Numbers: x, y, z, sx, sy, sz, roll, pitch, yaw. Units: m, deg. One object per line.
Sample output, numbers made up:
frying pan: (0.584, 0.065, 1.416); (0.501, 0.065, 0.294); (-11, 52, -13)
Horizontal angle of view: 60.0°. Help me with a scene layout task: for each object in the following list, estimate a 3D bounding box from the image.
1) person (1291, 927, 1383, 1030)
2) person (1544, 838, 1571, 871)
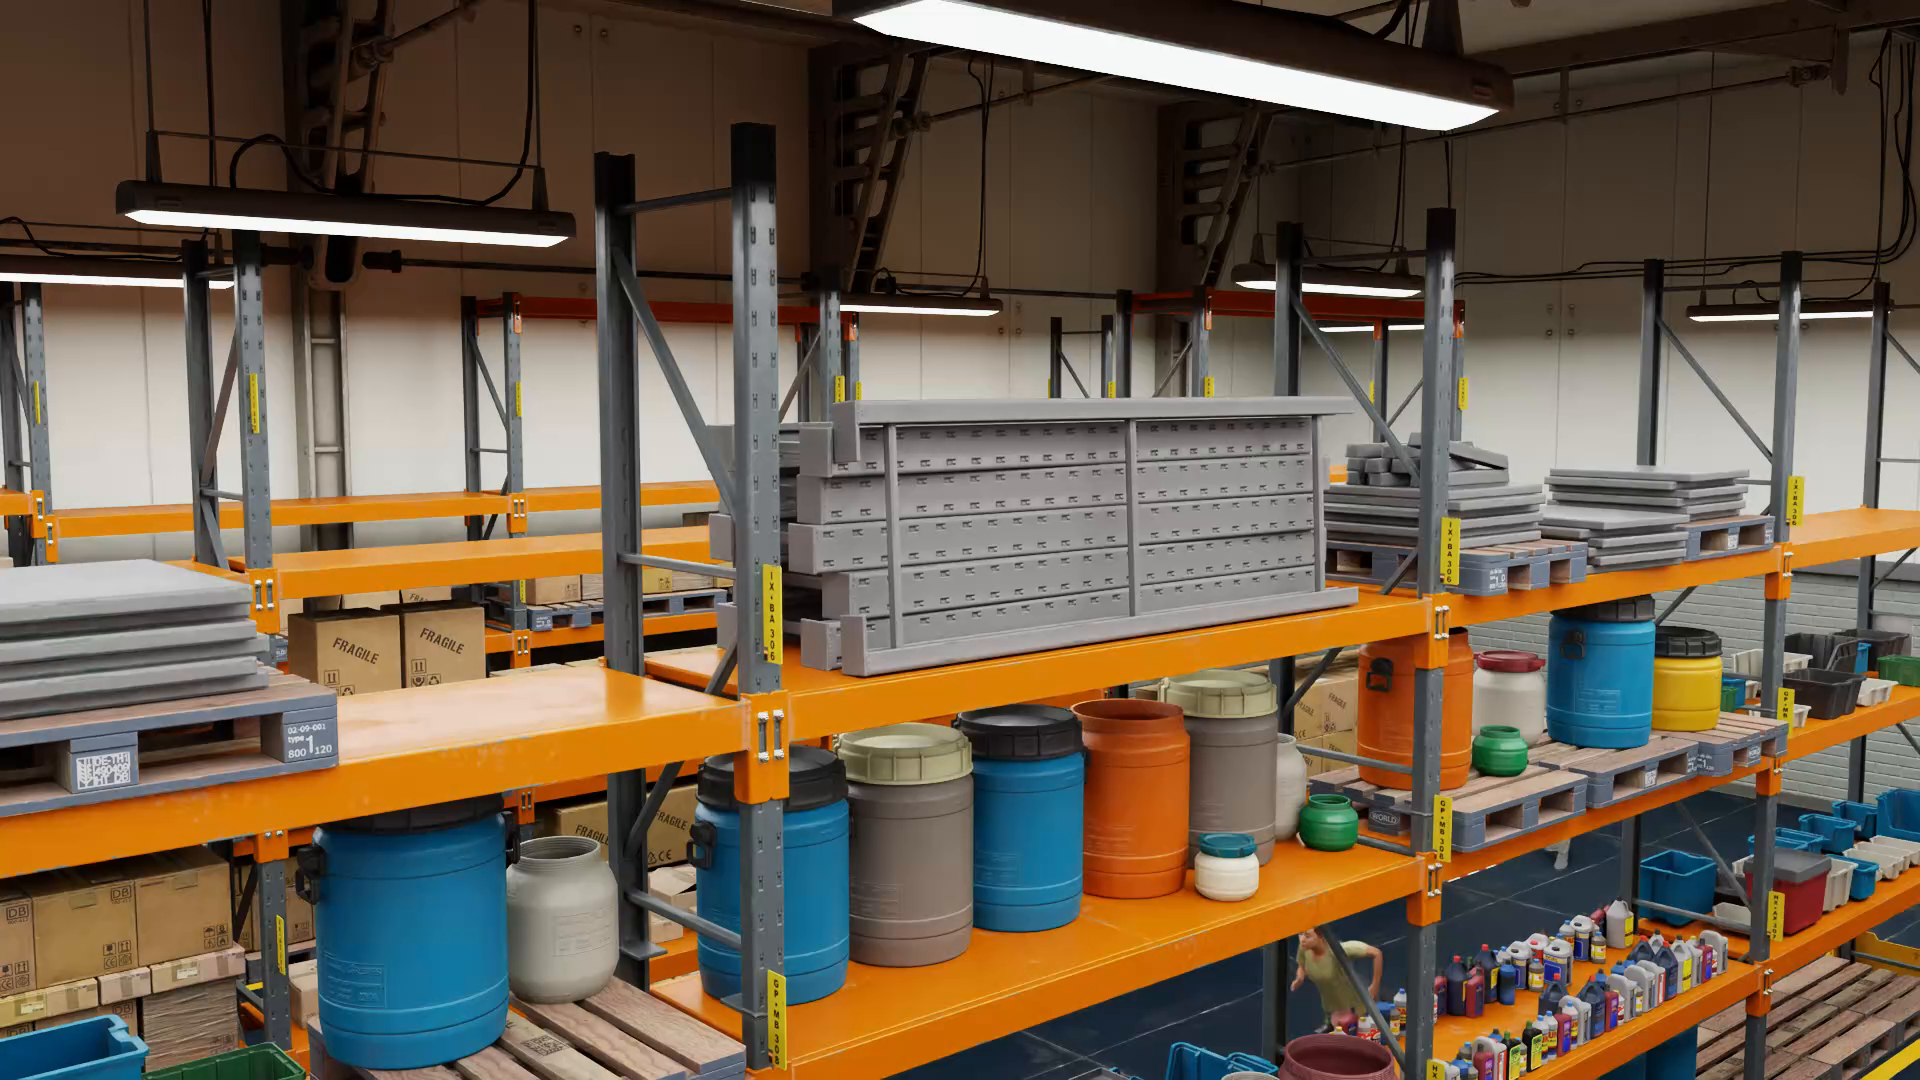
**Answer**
person: (2.688, 3.319, 11.561); (0.940, 1.603, 0.623); (-4, 7, -36)
person: (6.434, 2.599, 17.891); (0.650, 1.845, 0.871); (3, 6, 26)
